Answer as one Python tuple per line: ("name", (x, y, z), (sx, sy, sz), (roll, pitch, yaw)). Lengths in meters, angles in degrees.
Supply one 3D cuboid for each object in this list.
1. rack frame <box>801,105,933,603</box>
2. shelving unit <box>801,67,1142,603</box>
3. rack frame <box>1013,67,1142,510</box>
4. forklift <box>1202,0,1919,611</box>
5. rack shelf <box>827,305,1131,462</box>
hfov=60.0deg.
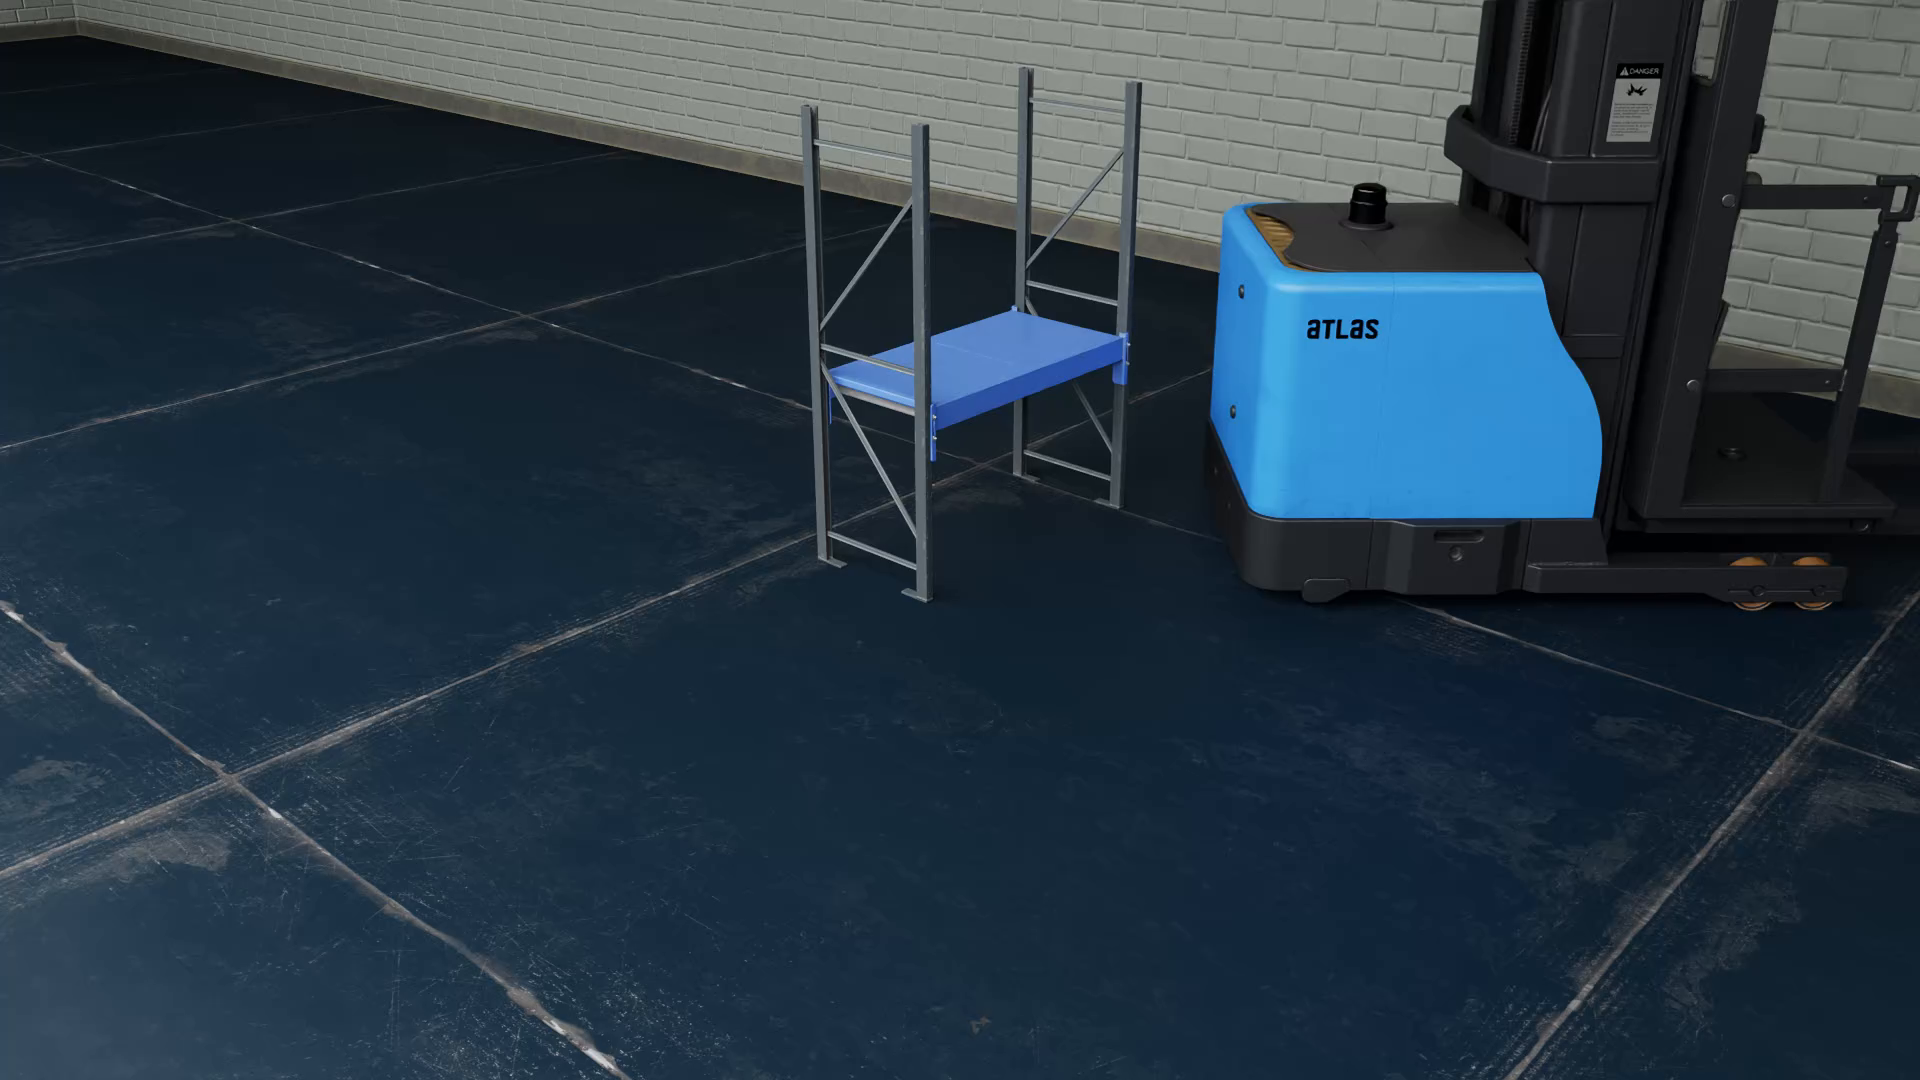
("rack frame", (-0.282, -0.555, 5.156), (0.500, 1.500, 0.032), (20, 31, 38))
("shelving unit", (0.057, -0.710, 5.501), (0.538, 1.500, 1.048), (20, 31, 38))
("rack frame", (0.396, -0.865, 5.847), (0.500, 1.500, 0.032), (20, 31, 38))
("forklift", (2.406, -1.332, 5.138), (3.031, 2.935, 1.130), (0, 24, 0))
("rack shelf", (0.057, -0.546, 5.575), (0.538, 0.185, 1.000), (20, 31, 38))
